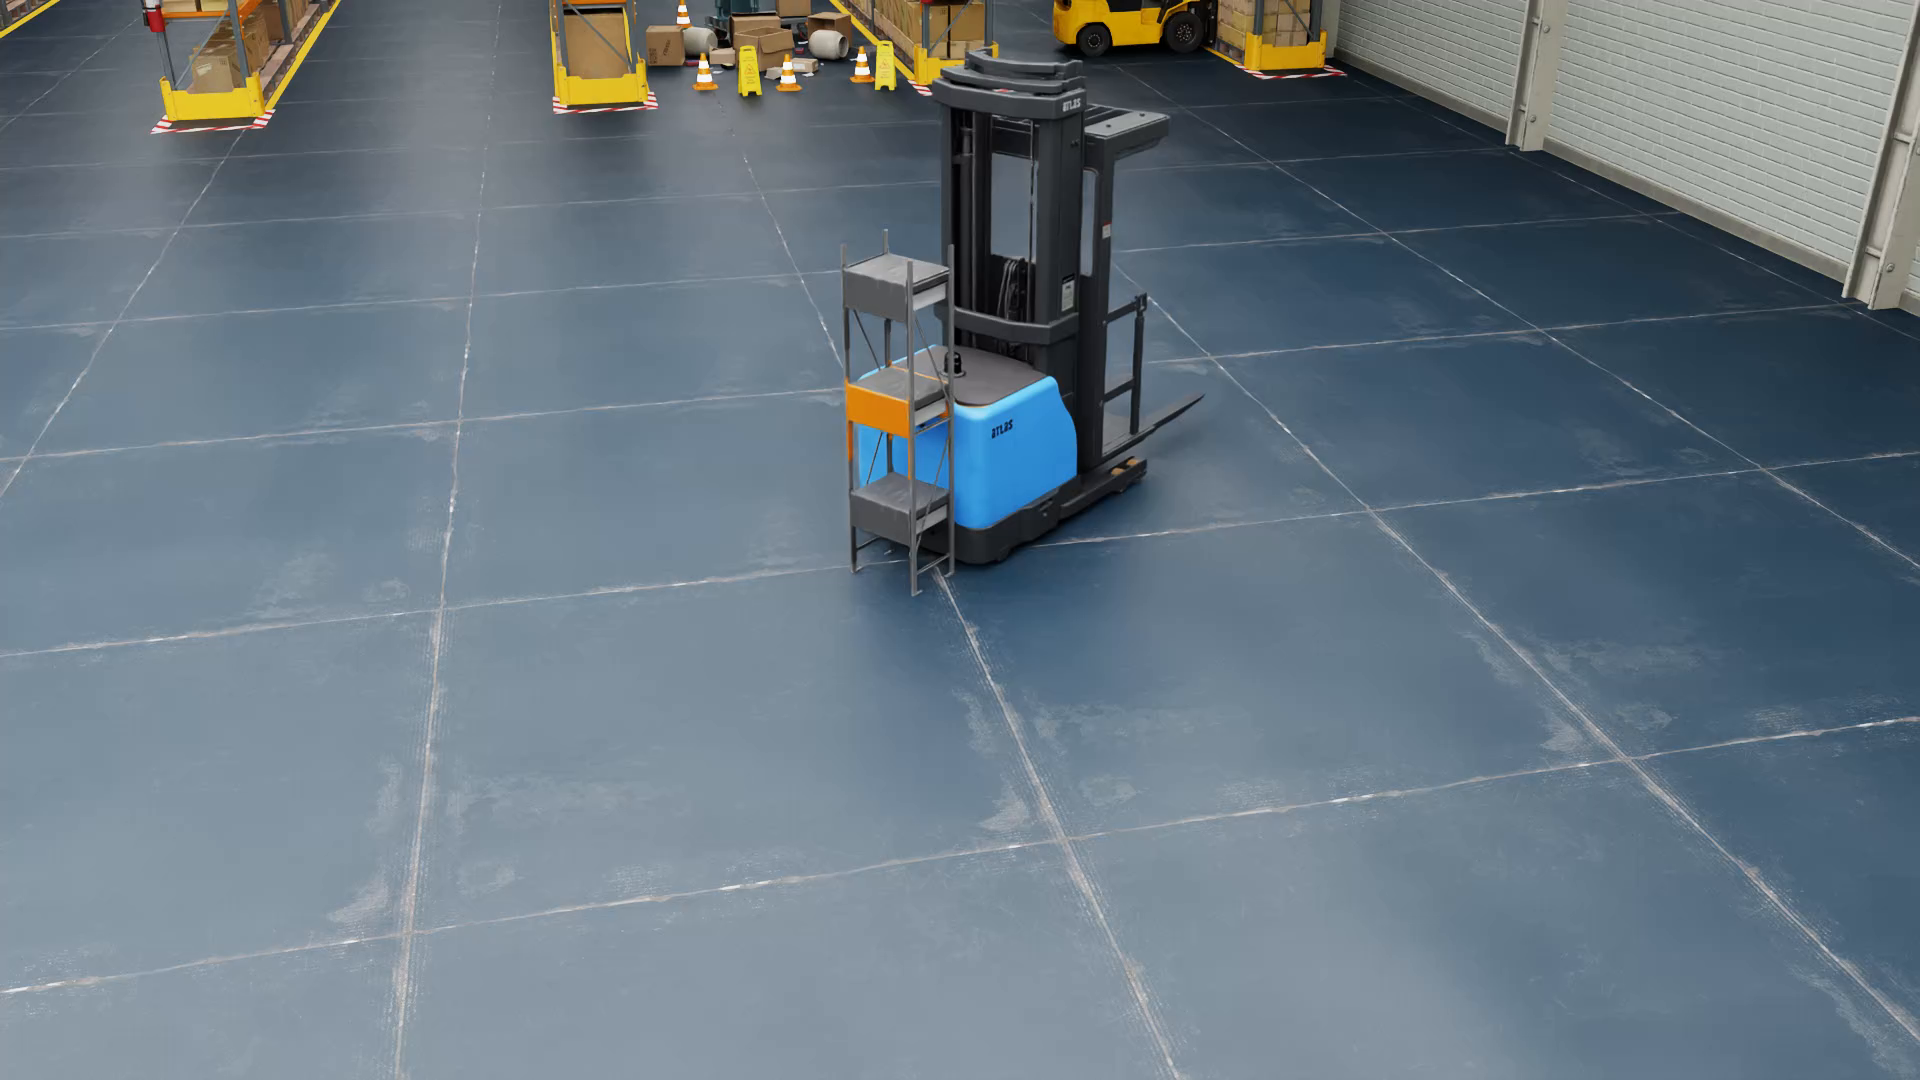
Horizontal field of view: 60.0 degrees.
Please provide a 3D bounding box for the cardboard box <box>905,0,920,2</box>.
[{"bbox_3d":[-0.619,-7.922,24.149,0.380,0.149,0.250,-5,27,-10],"label":"cardboard box"}]

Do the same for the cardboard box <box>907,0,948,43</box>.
[{"bbox_3d":[-0.471,-7.478,23.990,0.500,0.500,0.500,-6,27,-11],"label":"cardboard box"}]

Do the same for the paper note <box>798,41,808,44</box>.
[{"bbox_3d":[-2.480,-7.883,26.333,0.148,0.019,0.142,-6,27,-12],"label":"paper note"}]

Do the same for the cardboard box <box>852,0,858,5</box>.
[{"bbox_3d":[-1.382,-9.479,28.651,0.950,0.372,0.625,-5,27,-10],"label":"cardboard box"}]

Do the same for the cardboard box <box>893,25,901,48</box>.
[{"bbox_3d":[-0.713,-7.603,25.069,0.500,0.250,0.500,-7,28,-13],"label":"cardboard box"}]

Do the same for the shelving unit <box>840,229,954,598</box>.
[{"bbox_3d":[-0.356,-0.730,9.865,0.503,2.100,0.431,19,33,33],"label":"shelving unit"}]

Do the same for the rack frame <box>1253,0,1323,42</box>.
[{"bbox_3d":[4.799,-8.364,23.991,1.000,3.000,0.127,-6,27,-12],"label":"rack frame"}]

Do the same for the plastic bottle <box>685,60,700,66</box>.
[{"bbox_3d":[-3.945,-7.109,24.767,0.283,0.061,0.133,-16,31,-29],"label":"plastic bottle"}]

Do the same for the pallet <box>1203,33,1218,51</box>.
[{"bbox_3d":[4.314,-7.985,26.335,1.003,0.211,1.213,-6,27,-12],"label":"pallet"}]

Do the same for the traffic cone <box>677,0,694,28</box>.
[{"bbox_3d":[-4.569,-8.676,27.426,0.336,0.463,0.334,-6,27,-12],"label":"traffic cone"}]

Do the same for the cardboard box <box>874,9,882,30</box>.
[{"bbox_3d":[-1.068,-8.287,26.426,0.500,0.250,0.500,-7,28,-14],"label":"cardboard box"}]

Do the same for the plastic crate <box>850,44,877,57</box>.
[{"bbox_3d":[-1.383,-7.538,25.596,0.402,0.080,0.583,-16,31,-29],"label":"plastic crate"}]

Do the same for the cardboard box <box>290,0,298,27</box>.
[{"bbox_3d":[-10.926,-8.417,26.382,0.700,0.500,0.500,-8,28,-16],"label":"cardboard box"}]

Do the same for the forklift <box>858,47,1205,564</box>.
[{"bbox_3d":[0.639,-1.757,10.978,1.130,2.935,3.031,19,33,33],"label":"forklift"}]

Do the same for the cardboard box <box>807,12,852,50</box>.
[{"bbox_3d":[-2.022,-7.891,25.825,0.500,0.500,0.500,13,30,24],"label":"cardboard box"}]

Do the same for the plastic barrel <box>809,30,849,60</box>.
[{"bbox_3d":[-1.977,-7.461,25.062,0.512,0.421,0.421,13,30,24],"label":"plastic barrel"}]

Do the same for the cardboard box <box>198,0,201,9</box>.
[{"bbox_3d":[-10.012,-6.953,21.476,0.380,0.149,0.250,-6,27,-12],"label":"cardboard box"}]

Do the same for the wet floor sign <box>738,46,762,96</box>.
[{"bbox_3d":[-2.900,-6.448,22.809,0.267,0.644,0.232,-11,29,-20],"label":"wet floor sign"}]

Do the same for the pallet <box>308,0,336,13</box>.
[{"bbox_3d":[-11.598,-9.472,29.283,1.003,0.211,1.213,-6,27,-12],"label":"pallet"}]

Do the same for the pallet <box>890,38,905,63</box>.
[{"bbox_3d":[-0.473,-7.541,25.456,1.003,0.211,1.213,-6,27,-12],"label":"pallet"}]

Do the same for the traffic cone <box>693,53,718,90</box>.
[{"bbox_3d":[-3.572,-6.556,23.225,0.336,0.463,0.334,-6,27,-12],"label":"traffic cone"}]

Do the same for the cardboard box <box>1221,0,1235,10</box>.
[{"bbox_3d":[4.271,-8.164,25.072,0.500,0.250,0.500,-5,27,-11],"label":"cardboard box"}]

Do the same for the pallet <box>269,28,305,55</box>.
[{"bbox_3d":[-10.770,-7.704,25.780,1.003,0.211,1.213,-6,27,-12],"label":"pallet"}]

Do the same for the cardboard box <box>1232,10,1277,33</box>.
[{"bbox_3d":[4.385,-7.729,24.764,0.500,0.250,0.500,-6,27,-12],"label":"cardboard box"}]

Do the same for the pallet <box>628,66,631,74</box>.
[{"bbox_3d":[-5.092,-6.409,23.214,1.003,0.211,1.213,-6,27,-12],"label":"pallet"}]

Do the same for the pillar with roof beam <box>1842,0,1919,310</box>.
[{"bbox_3d":[4.030,-5.734,12.123,9.100,9.000,0.400,-6,27,-12],"label":"pillar with roof beam"}]

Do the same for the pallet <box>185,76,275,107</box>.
[{"bbox_3d":[-9.857,-6.000,22.404,1.003,0.211,1.213,-6,27,-12],"label":"pallet"}]

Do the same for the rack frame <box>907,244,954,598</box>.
[{"bbox_3d":[-0.164,-0.662,9.731,0.015,2.100,0.400,19,33,33],"label":"rack frame"}]

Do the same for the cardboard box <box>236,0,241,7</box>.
[{"bbox_3d":[-9.561,-7.000,21.569,0.380,0.149,0.250,-6,27,-12],"label":"cardboard box"}]

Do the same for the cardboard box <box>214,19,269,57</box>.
[{"bbox_3d":[-10.405,-7.249,24.091,0.500,0.500,0.500,2,27,5],"label":"cardboard box"}]

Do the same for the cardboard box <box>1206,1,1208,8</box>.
[{"bbox_3d":[4.036,-8.394,26.083,0.500,0.250,0.500,-6,27,-12],"label":"cardboard box"}]

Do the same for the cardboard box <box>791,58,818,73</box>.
[{"bbox_3d":[-2.299,-6.955,24.365,0.380,0.149,0.250,8,28,15],"label":"cardboard box"}]

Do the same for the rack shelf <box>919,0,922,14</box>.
[{"bbox_3d":[-0.487,-8.415,24.891,1.077,0.370,4.000,-6,27,-12],"label":"rack shelf"}]

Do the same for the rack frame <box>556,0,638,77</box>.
[{"bbox_3d":[-4.836,-7.311,21.906,1.000,3.000,0.127,-6,27,-12],"label":"rack frame"}]

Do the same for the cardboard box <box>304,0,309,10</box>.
[{"bbox_3d":[-11.324,-9.152,27.839,0.700,0.500,0.500,-7,28,-14],"label":"cardboard box"}]

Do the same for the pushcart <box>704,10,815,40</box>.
[{"bbox_3d":[-3.148,-8.190,26.557,1.648,0.377,0.936,-16,31,-29],"label":"pushcart"}]

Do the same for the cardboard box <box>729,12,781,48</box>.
[{"bbox_3d":[-3.117,-7.728,25.351,0.797,0.637,0.503,-6,27,-12],"label":"cardboard box"}]

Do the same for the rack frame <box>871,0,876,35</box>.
[{"bbox_3d":[-0.938,-9.614,26.468,1.000,3.000,0.127,-6,27,-12],"label":"rack frame"}]

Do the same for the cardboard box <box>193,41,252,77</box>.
[{"bbox_3d":[-9.984,-6.458,22.524,0.500,0.500,0.500,1,27,2],"label":"cardboard box"}]

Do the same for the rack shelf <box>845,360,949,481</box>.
[{"bbox_3d":[-0.356,-0.718,9.871,0.480,0.518,0.431,19,33,33],"label":"rack shelf"}]

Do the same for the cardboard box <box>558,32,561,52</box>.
[{"bbox_3d":[-5.254,-7.227,23.631,0.875,0.875,0.875,-6,27,-12],"label":"cardboard box"}]

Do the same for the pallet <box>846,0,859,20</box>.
[{"bbox_3d":[-1.393,-9.247,28.837,1.003,0.211,1.213,-6,27,-12],"label":"pallet"}]

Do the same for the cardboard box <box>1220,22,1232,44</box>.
[{"bbox_3d":[4.283,-7.717,25.296,0.500,0.250,0.500,-6,27,-12],"label":"cardboard box"}]

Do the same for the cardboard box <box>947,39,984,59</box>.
[{"bbox_3d":[0.052,-7.200,24.271,0.500,0.250,0.500,-6,27,-12],"label":"cardboard box"}]

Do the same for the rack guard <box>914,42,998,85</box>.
[{"bbox_3d":[-0.053,-6.775,23.619,1.175,0.500,0.348,-6,27,-12],"label":"rack guard"}]

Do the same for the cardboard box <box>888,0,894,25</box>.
[{"bbox_3d":[-0.820,-8.161,25.342,0.500,0.500,0.500,-5,27,-9],"label":"cardboard box"}]
